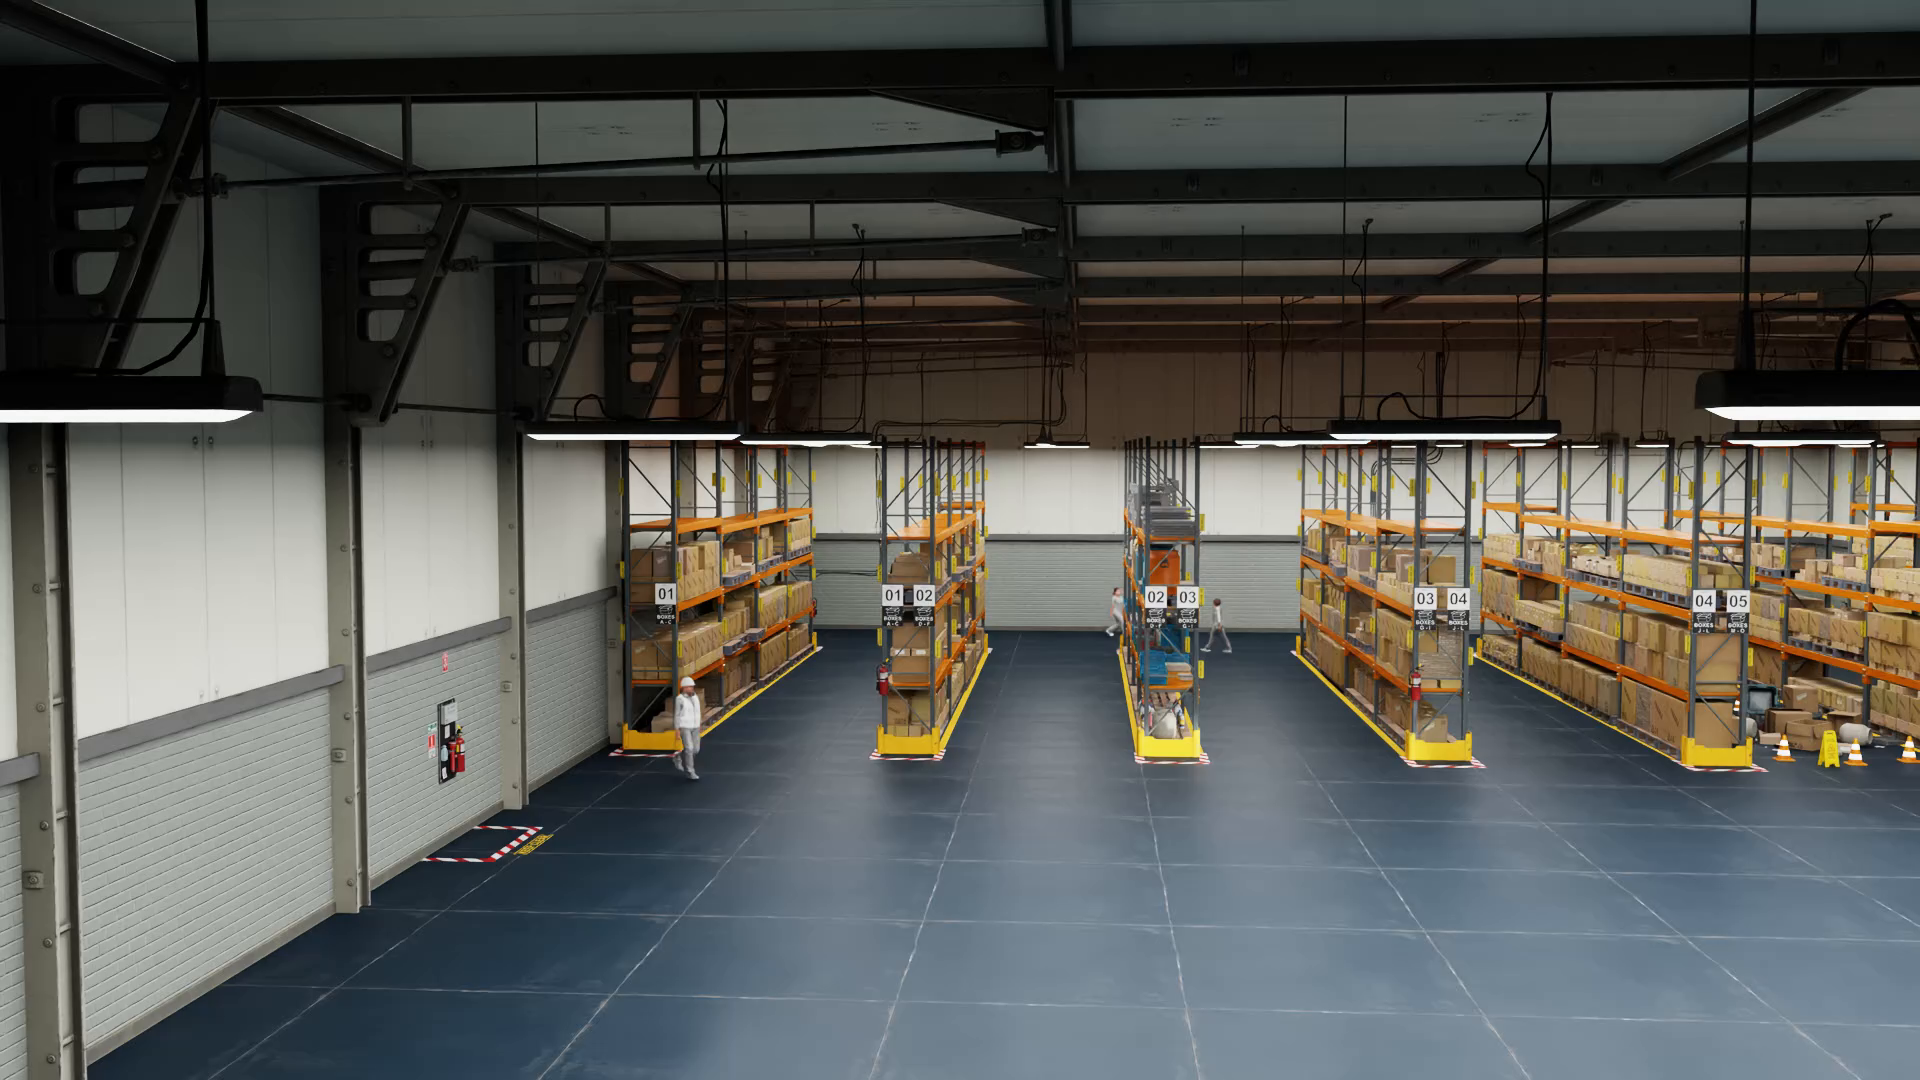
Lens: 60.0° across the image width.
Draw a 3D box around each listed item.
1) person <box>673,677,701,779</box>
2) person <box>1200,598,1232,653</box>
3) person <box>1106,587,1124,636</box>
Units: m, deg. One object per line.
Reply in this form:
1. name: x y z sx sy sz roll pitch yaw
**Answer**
1. person: -4.781 3.272 29.175 0.800 1.753 0.585 2 4 37
2. person: 7.291 2.409 47.146 0.945 1.532 0.410 2 4 37
3. person: 4.838 2.220 50.891 1.009 1.562 0.439 3 4 42
